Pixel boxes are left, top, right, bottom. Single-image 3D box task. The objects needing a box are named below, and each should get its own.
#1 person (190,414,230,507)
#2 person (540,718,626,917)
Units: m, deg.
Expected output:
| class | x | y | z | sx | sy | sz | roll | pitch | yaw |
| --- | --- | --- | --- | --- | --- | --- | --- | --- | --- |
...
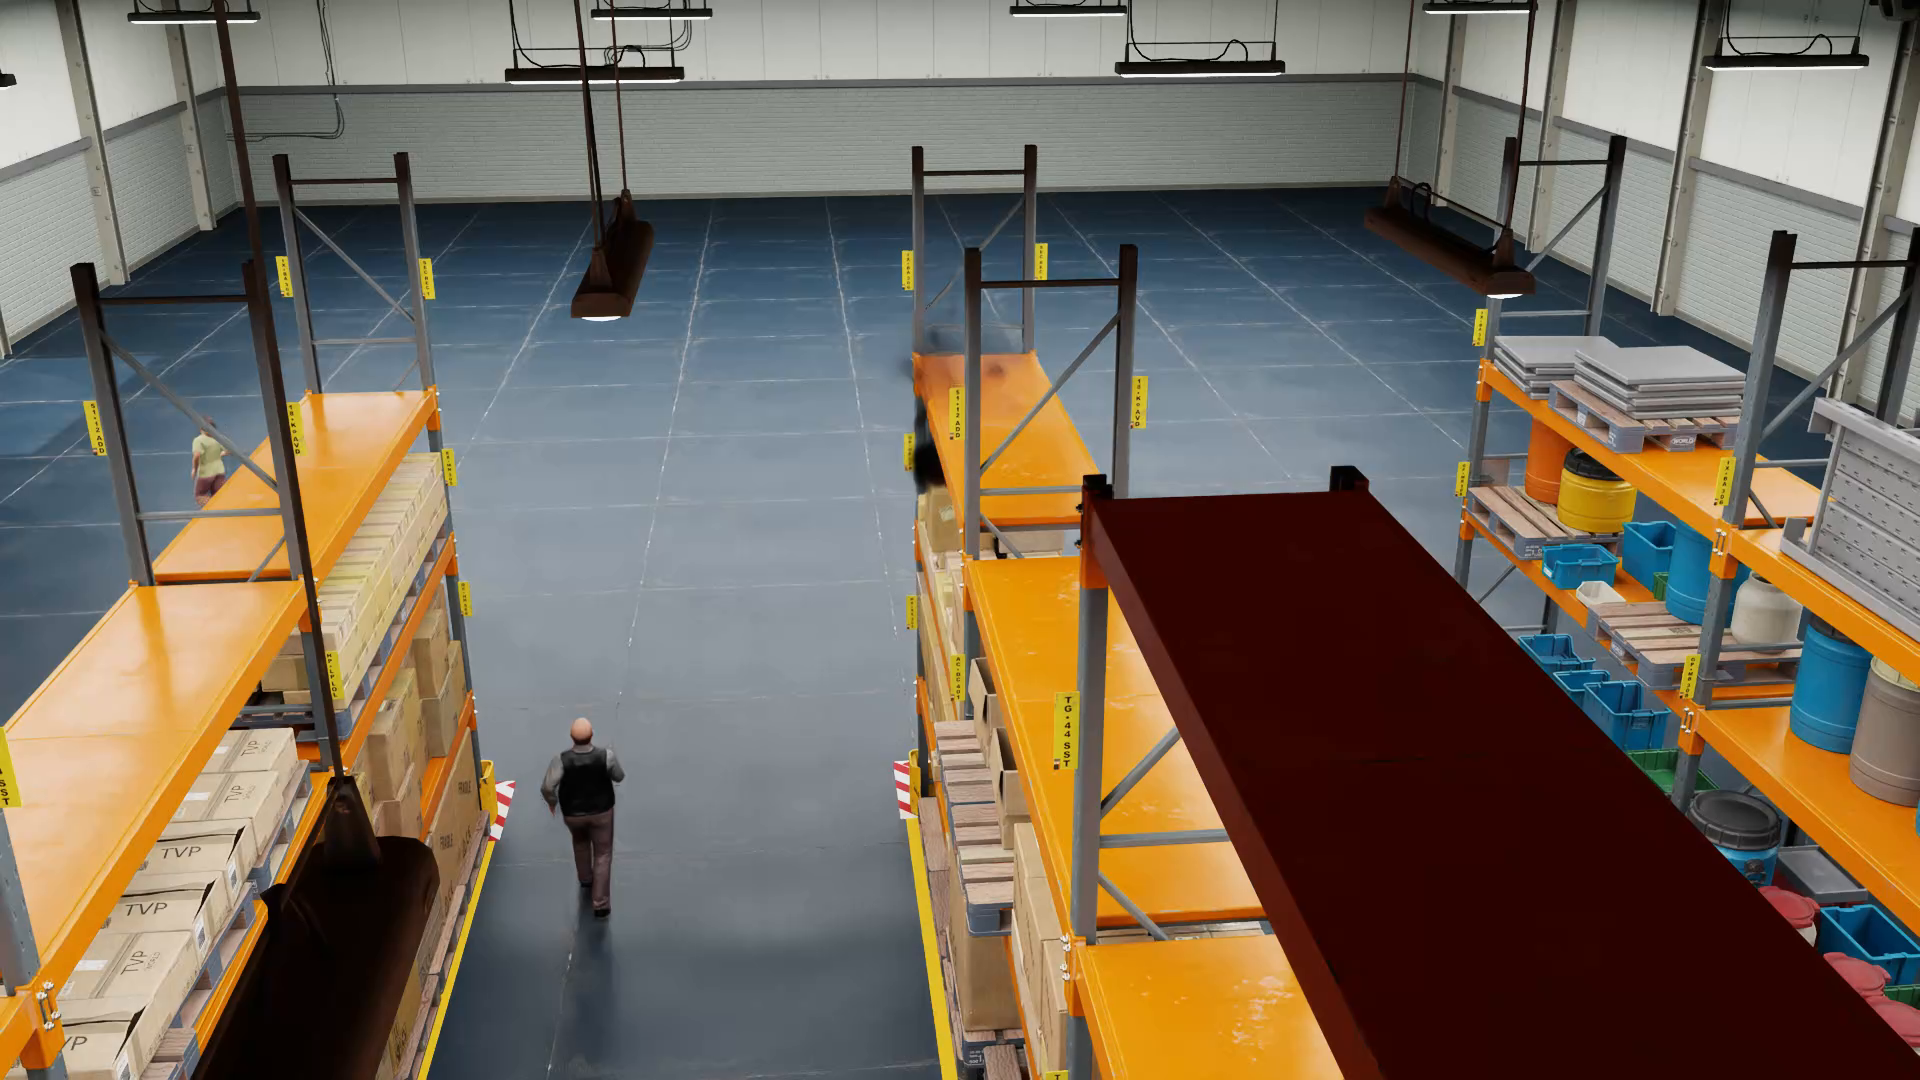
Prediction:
| class | x | y | z | sx | sy | sz | roll | pitch | yaw |
| --- | --- | --- | --- | --- | --- | --- | --- | --- | --- |
| person | -9.744 | -0.856 | 21.599 | 0.539 | 1.631 | 0.574 | 16 | 26 | 34 |
| person | -3.039 | 2.252 | 13.588 | 0.635 | 1.767 | 0.840 | -2 | 22 | -5 |
